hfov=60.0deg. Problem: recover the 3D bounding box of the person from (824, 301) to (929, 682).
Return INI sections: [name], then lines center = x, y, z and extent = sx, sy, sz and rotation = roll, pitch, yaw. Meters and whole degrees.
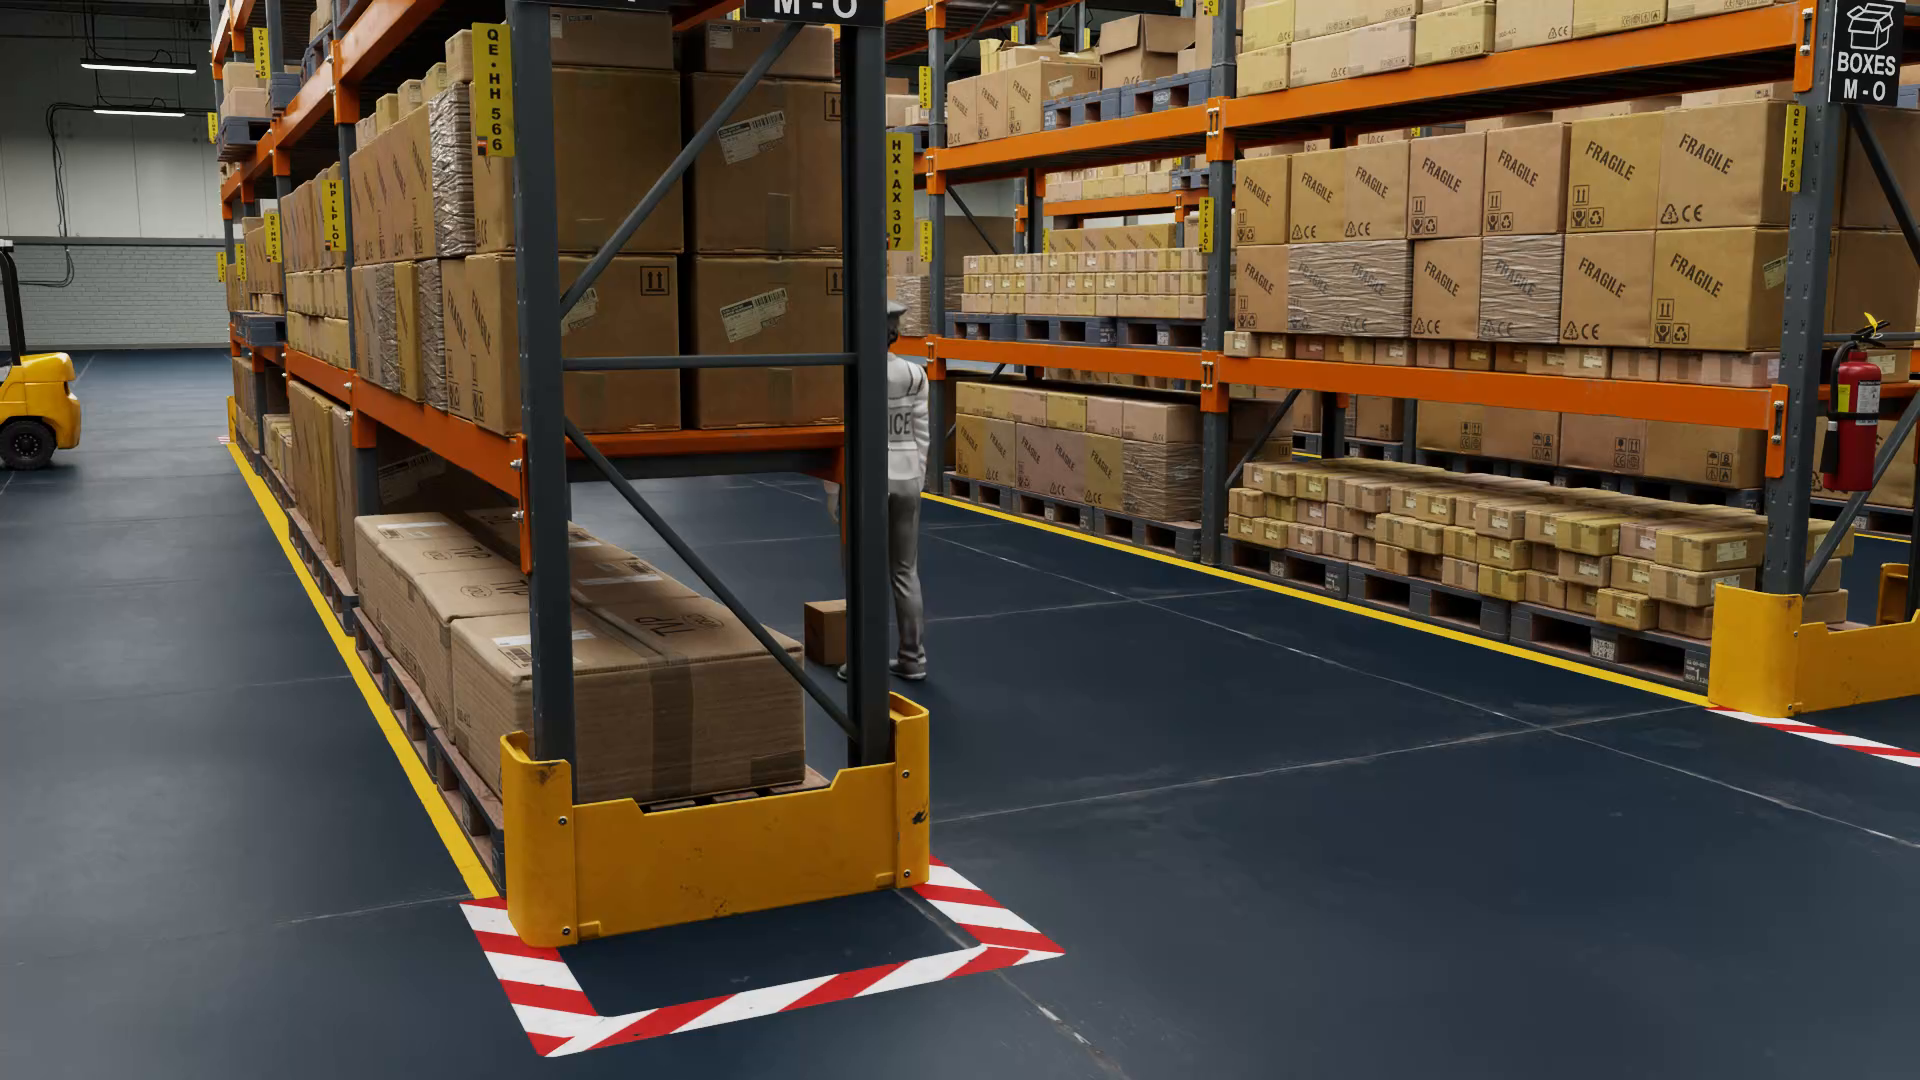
[person]
center = -0.367, -0.205, 7.214
extent = 0.468, 1.663, 0.329
rotation = -4, 9, -25
